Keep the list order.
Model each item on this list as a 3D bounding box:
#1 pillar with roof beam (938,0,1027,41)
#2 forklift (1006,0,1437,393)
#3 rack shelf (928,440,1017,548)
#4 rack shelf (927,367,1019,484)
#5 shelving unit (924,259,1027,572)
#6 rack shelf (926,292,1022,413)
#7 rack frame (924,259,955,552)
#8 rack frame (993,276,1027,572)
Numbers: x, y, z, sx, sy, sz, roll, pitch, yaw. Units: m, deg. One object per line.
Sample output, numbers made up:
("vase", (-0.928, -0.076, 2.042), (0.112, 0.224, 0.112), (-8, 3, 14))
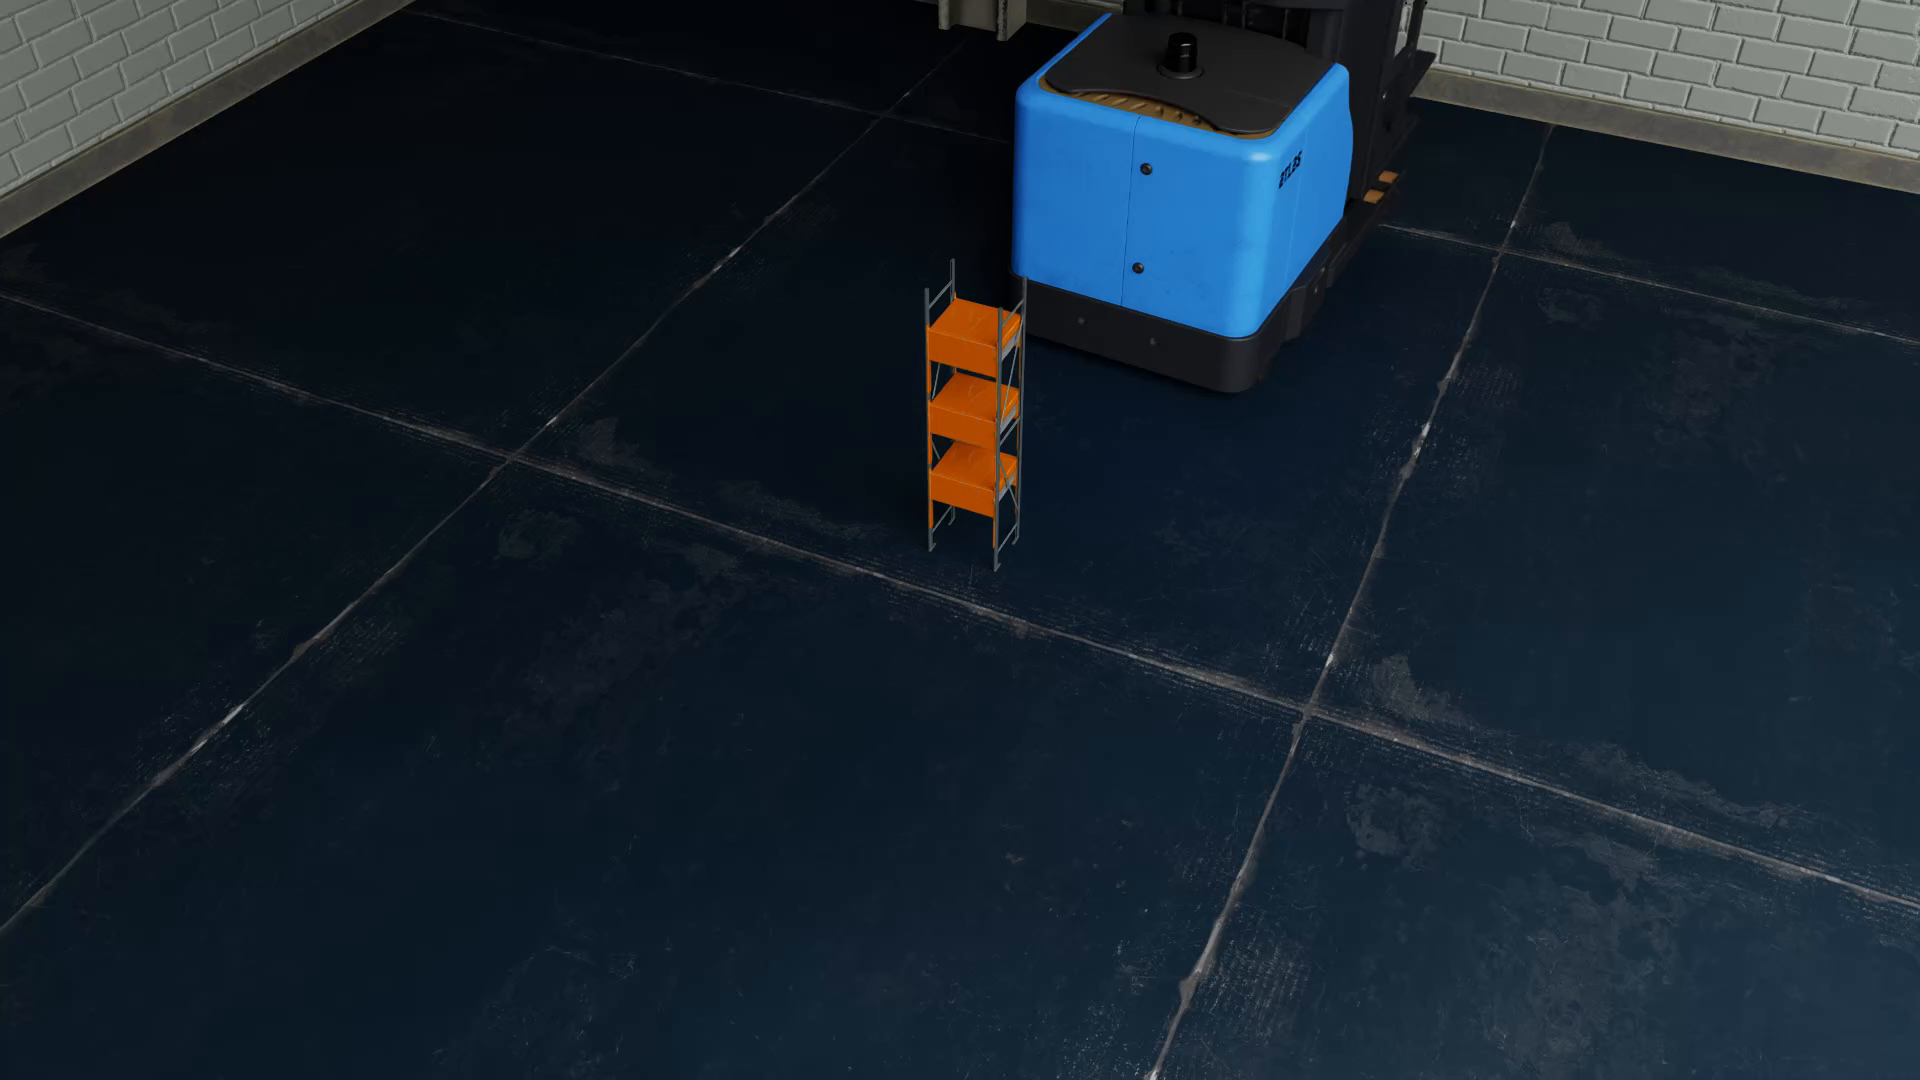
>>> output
("pillar with roof beam", (-1.694, -3.628, 3.065), (0.400, 9.000, 9.100), (17, 44, 19))
("forklift", (1.338, -2.616, 6.531), (1.130, 2.935, 3.031), (20, 45, 21))
("rack shelf", (0.048, -0.164, 5.578), (0.240, 0.259, 0.215), (17, 44, 19))
("rack shelf", (0.048, -0.374, 5.396), (0.240, 0.259, 0.215), (17, 44, 19))
("shelving unit", (0.048, -0.382, 5.389), (0.252, 1.050, 0.215), (17, 44, 19))
("rack shelf", (0.048, -0.588, 5.210), (0.240, 0.259, 0.215), (17, 44, 19))
("rack frame", (-0.062, -0.416, 5.428), (0.008, 1.050, 0.200), (17, 44, 19))
("rack frame", (0.159, -0.348, 5.350), (0.008, 1.050, 0.200), (17, 44, 19))
